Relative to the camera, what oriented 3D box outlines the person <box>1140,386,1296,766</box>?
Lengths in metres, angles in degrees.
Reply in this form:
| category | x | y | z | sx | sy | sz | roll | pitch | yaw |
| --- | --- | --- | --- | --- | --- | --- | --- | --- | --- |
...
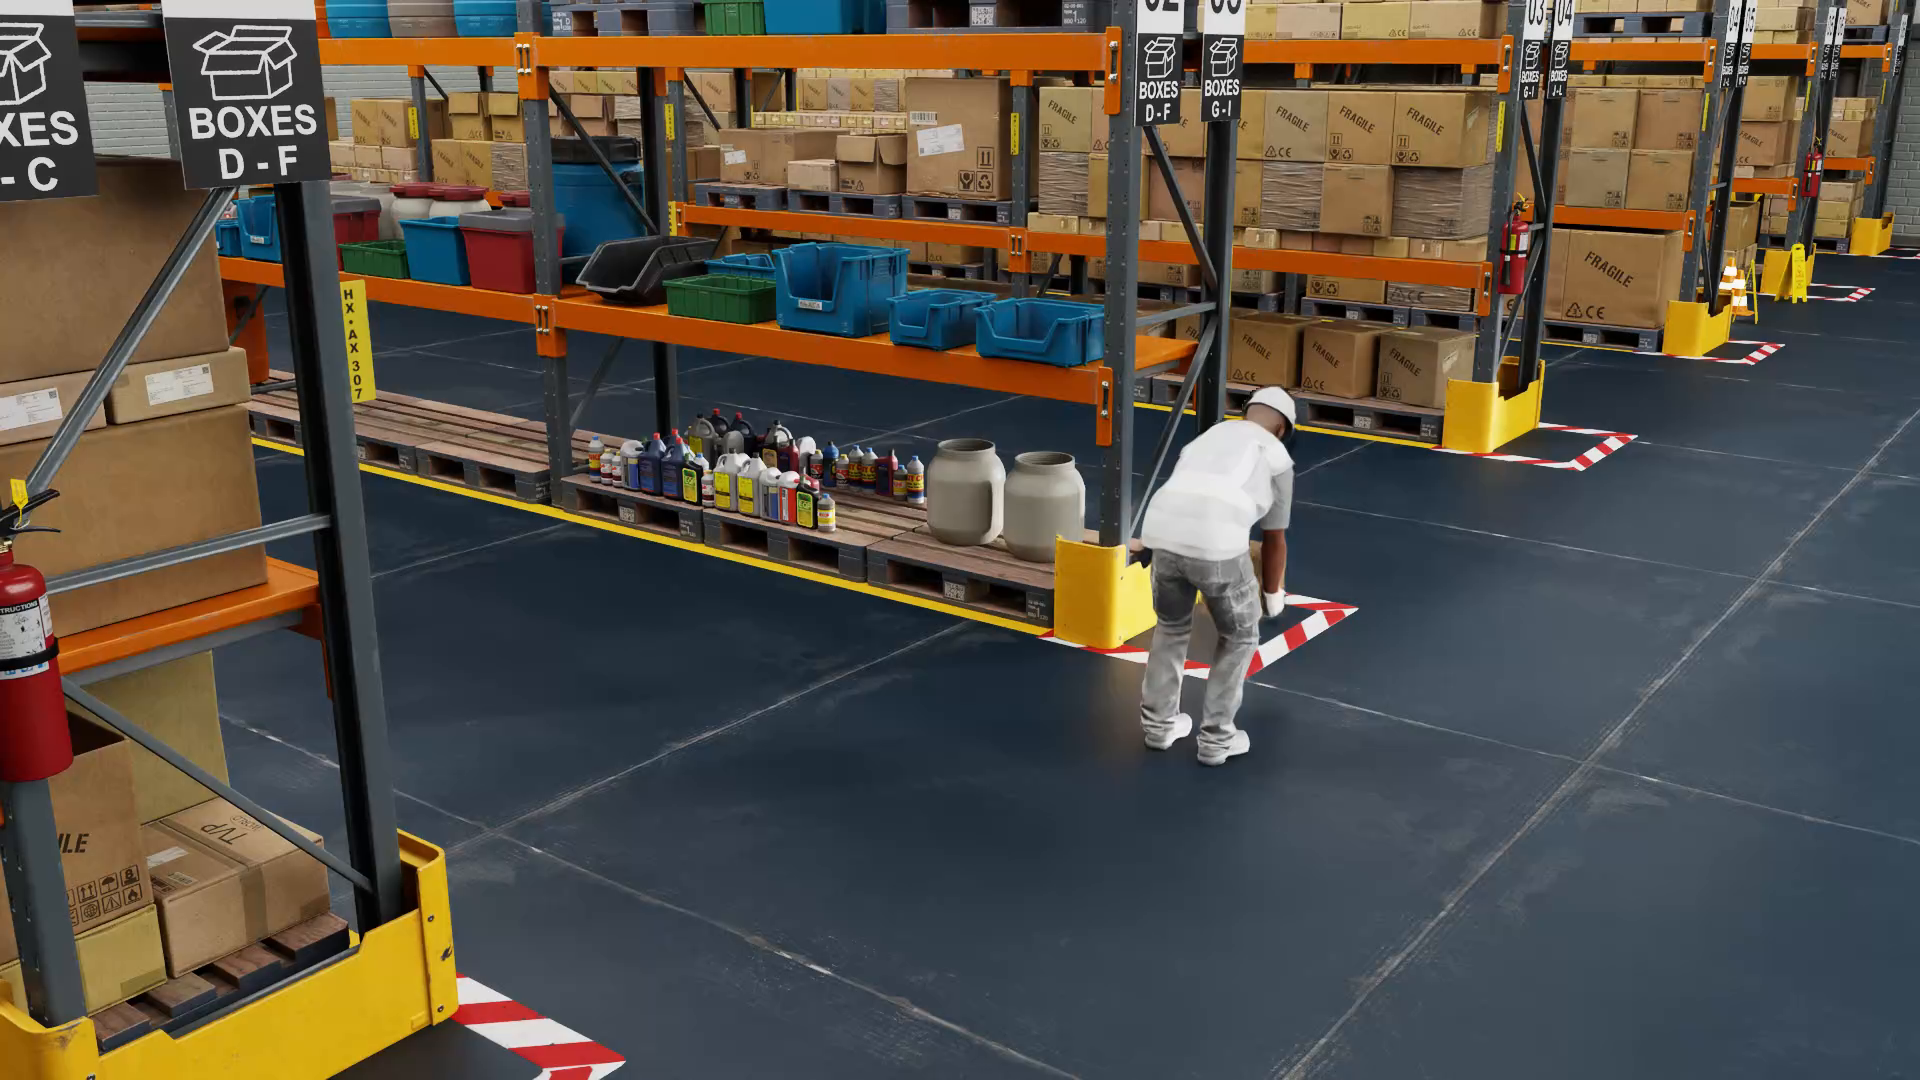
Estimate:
| category | x | y | z | sx | sy | sz | roll | pitch | yaw |
| --- | --- | --- | --- | --- | --- | --- | --- | --- | --- |
| person | 1.080 | 0.123 | 6.750 | 0.486 | 1.404 | 0.903 | 12 | 20 | 36 |
